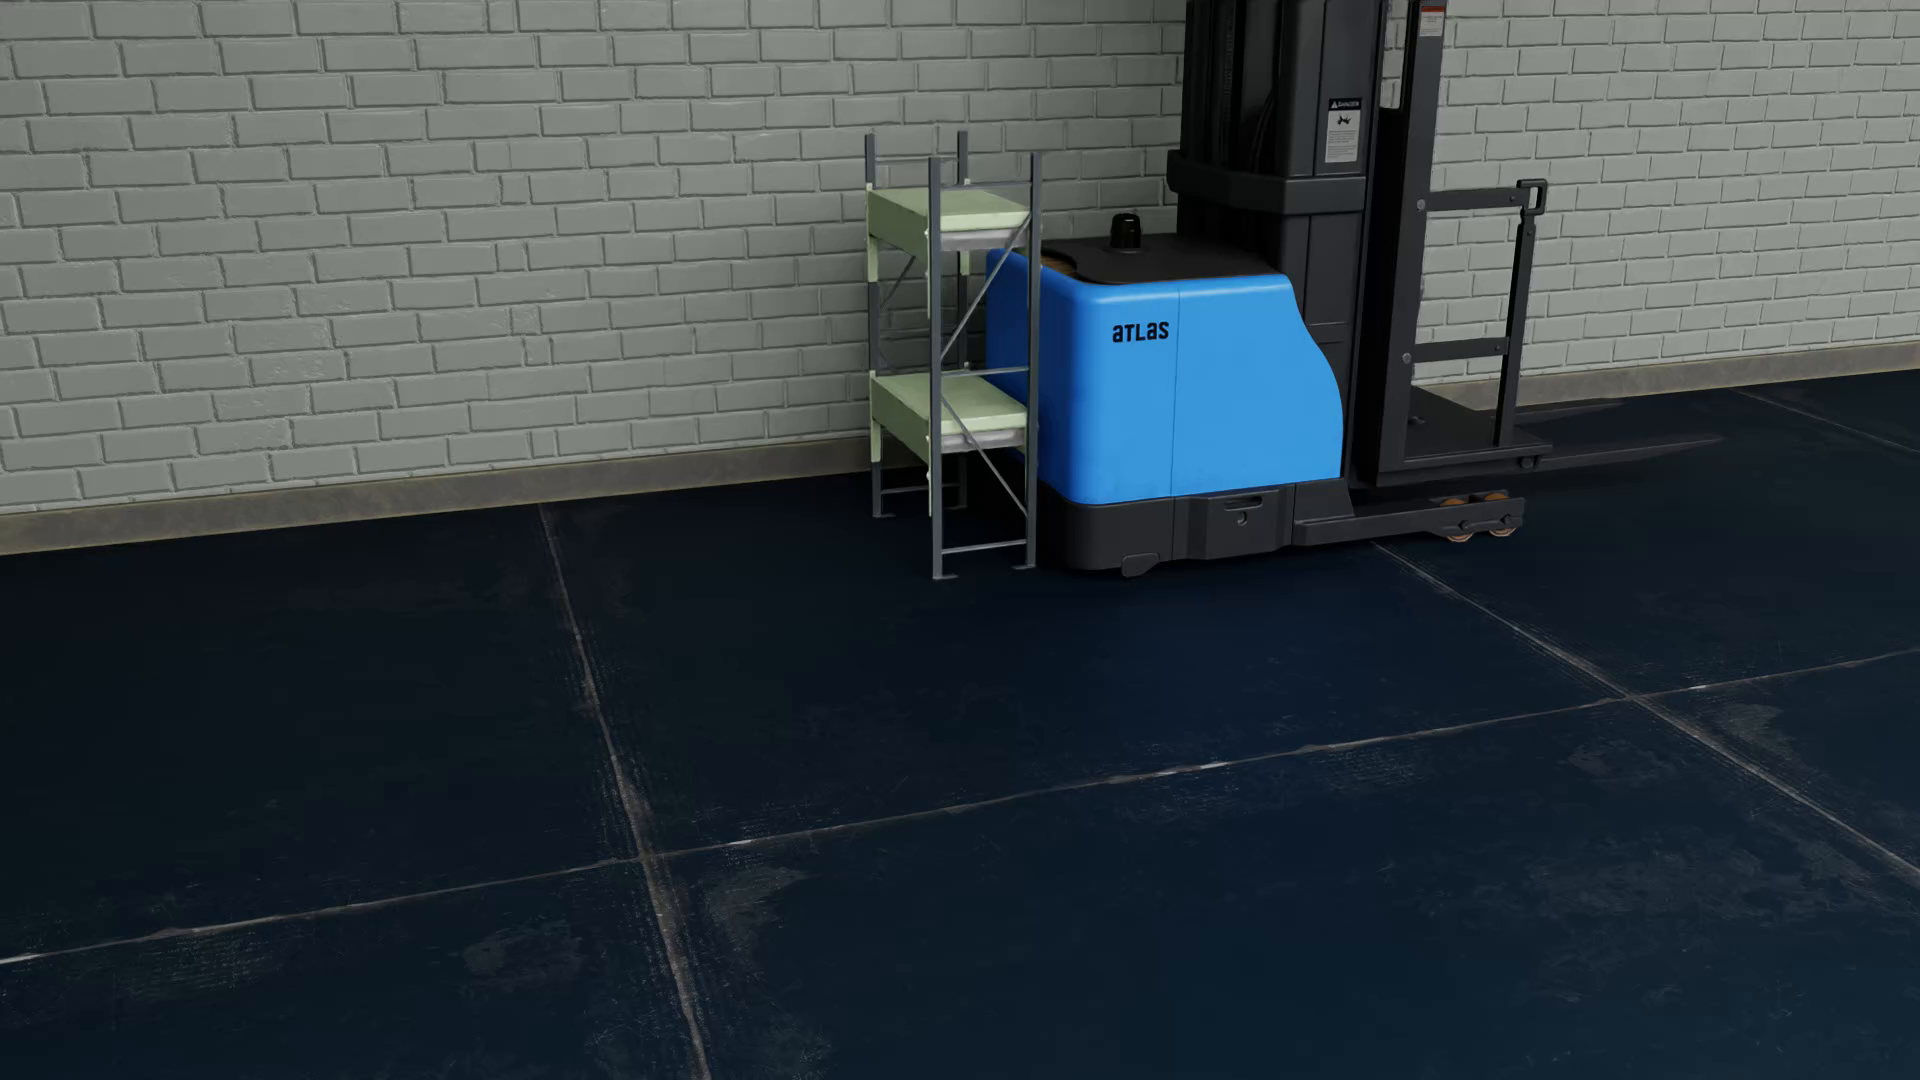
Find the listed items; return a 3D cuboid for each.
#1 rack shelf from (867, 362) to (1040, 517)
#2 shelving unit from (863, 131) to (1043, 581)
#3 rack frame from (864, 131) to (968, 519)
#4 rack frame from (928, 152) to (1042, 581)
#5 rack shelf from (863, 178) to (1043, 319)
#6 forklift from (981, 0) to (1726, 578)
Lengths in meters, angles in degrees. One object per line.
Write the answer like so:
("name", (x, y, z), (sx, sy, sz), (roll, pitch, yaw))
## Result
("rack shelf", (-0.038, -0.394, 6.259), (0.431, 0.370, 0.720), (-7, 21, -19))
("shelving unit", (-0.038, -0.701, 6.149), (0.431, 1.500, 0.755), (-7, 21, -19))
("rack frame", (-0.163, -0.817, 6.473), (0.400, 1.500, 0.023), (-7, 21, -19))
("rack frame", (0.087, -0.585, 5.825), (0.400, 1.500, 0.023), (-7, 21, -19))
("rack shelf", (-0.038, -1.068, 6.017), (0.431, 0.370, 0.720), (-7, 21, -19))
("forklift", (1.660, -1.530, 6.341), (3.031, 2.935, 1.130), (-7, 21, -18))
